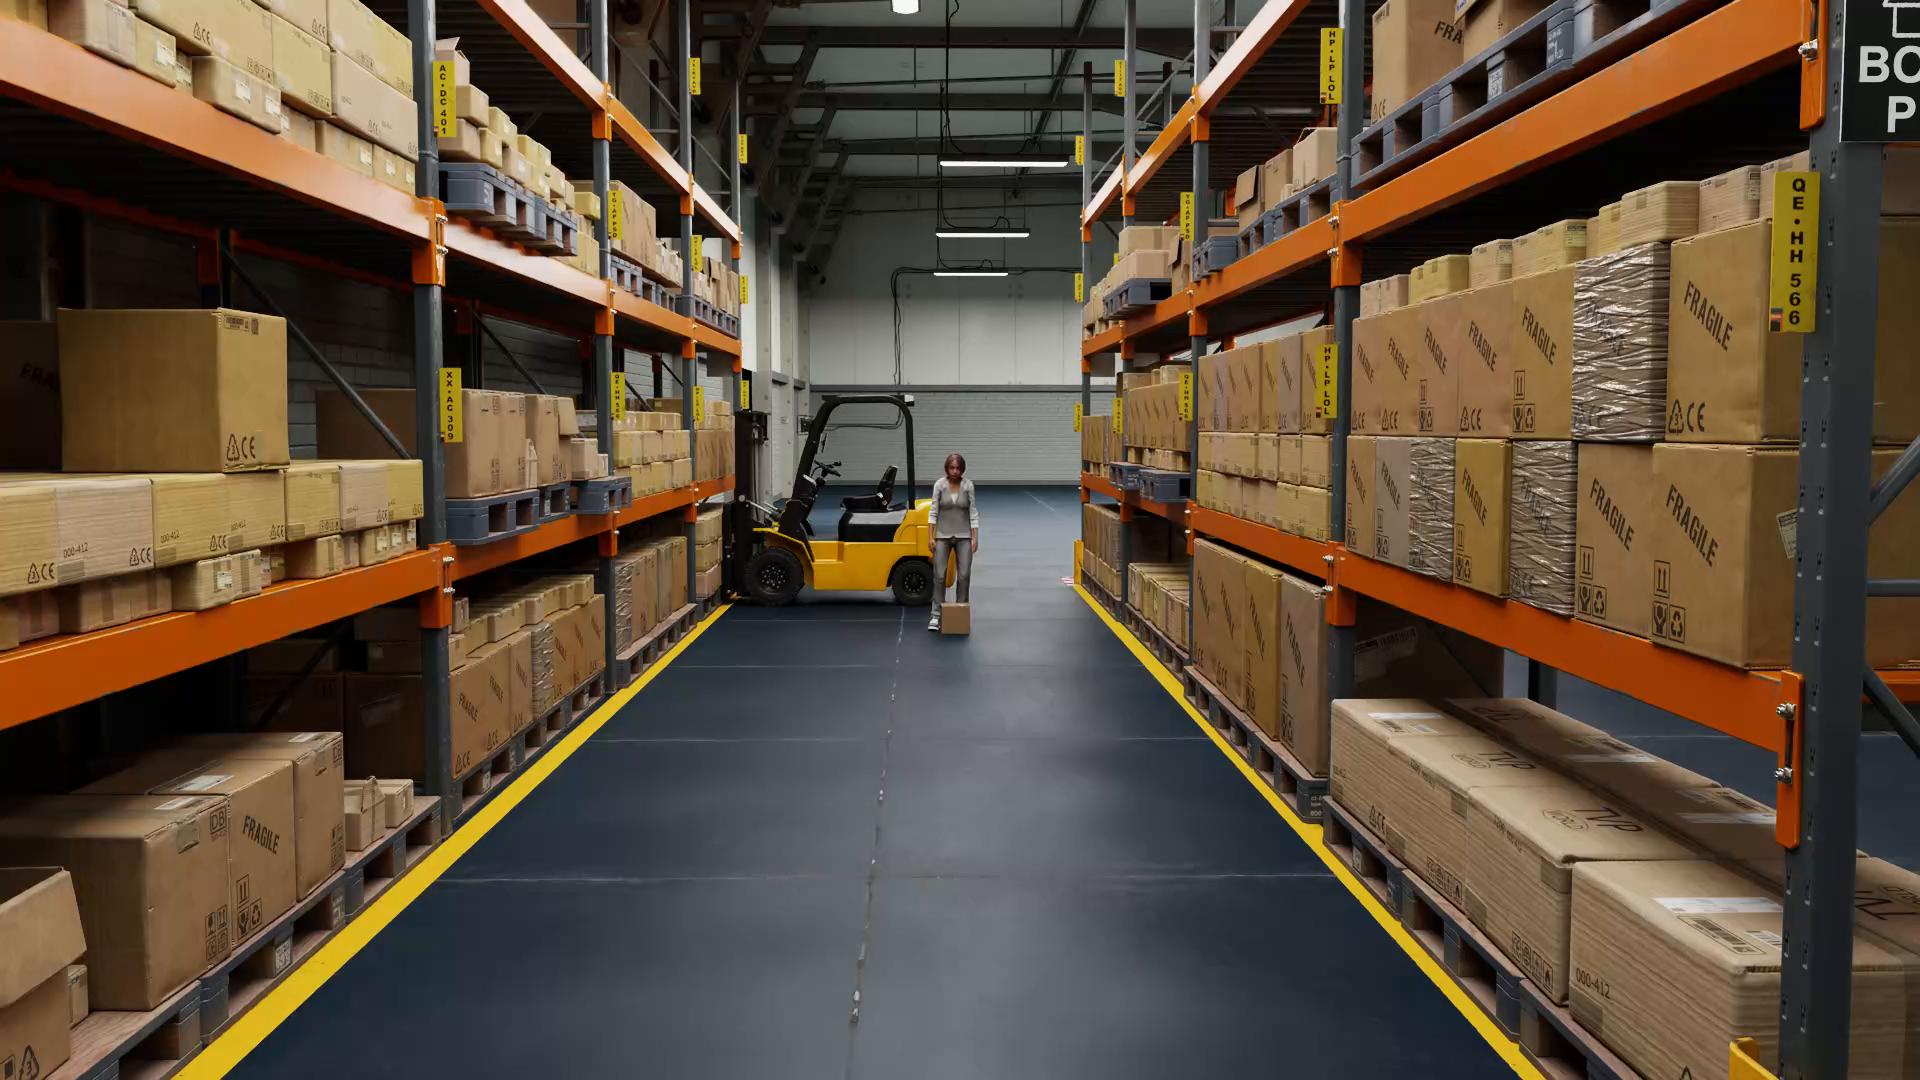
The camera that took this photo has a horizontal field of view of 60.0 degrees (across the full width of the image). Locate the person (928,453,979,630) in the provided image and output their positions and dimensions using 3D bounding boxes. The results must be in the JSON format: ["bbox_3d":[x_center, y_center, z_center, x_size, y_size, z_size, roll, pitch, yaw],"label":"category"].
[{"bbox_3d":[-0.061,0.014,15.027,0.463,1.593,0.364,0,4,-1],"label":"person"}]
